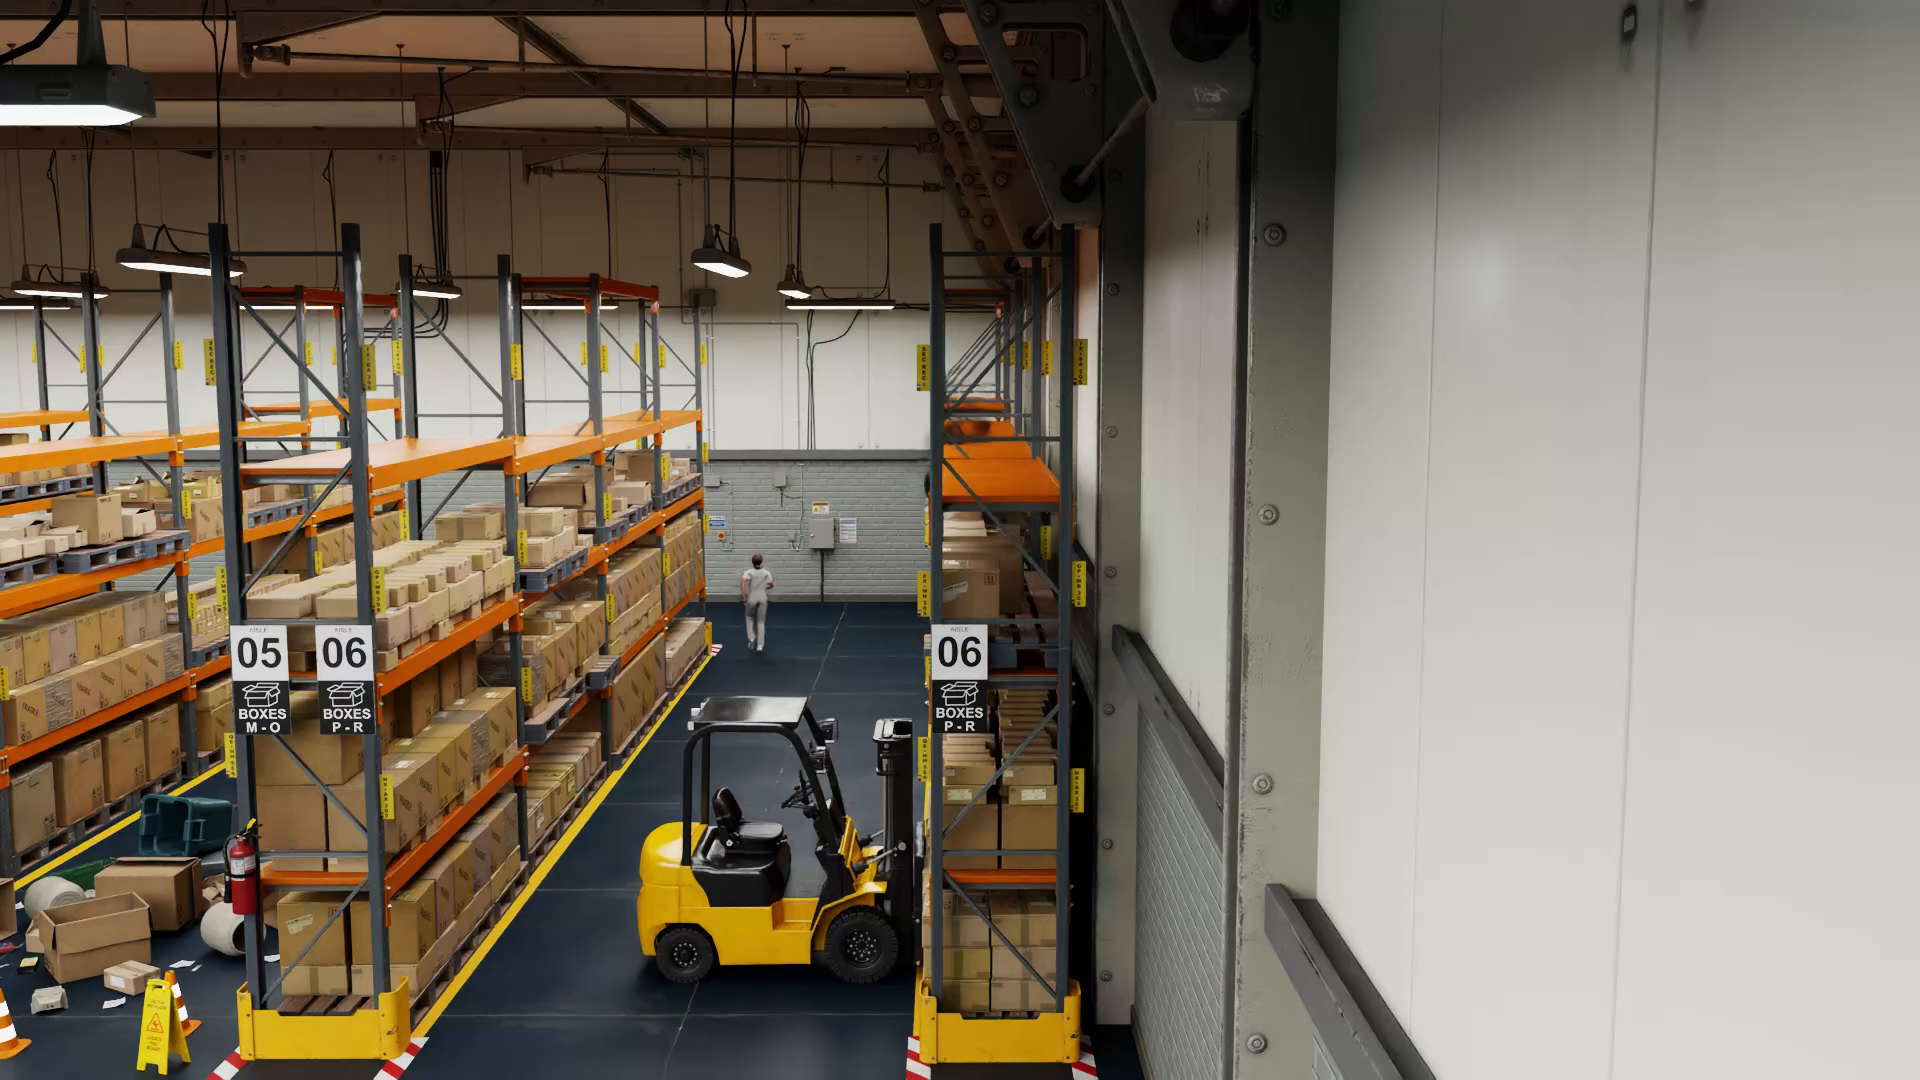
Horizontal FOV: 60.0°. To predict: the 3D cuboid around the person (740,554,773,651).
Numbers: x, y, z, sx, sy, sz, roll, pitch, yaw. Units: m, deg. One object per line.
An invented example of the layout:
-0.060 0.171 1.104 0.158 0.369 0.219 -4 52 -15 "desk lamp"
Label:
-3.433 1.077 28.111 0.583 1.675 0.766 -2 7 -13 "person"
